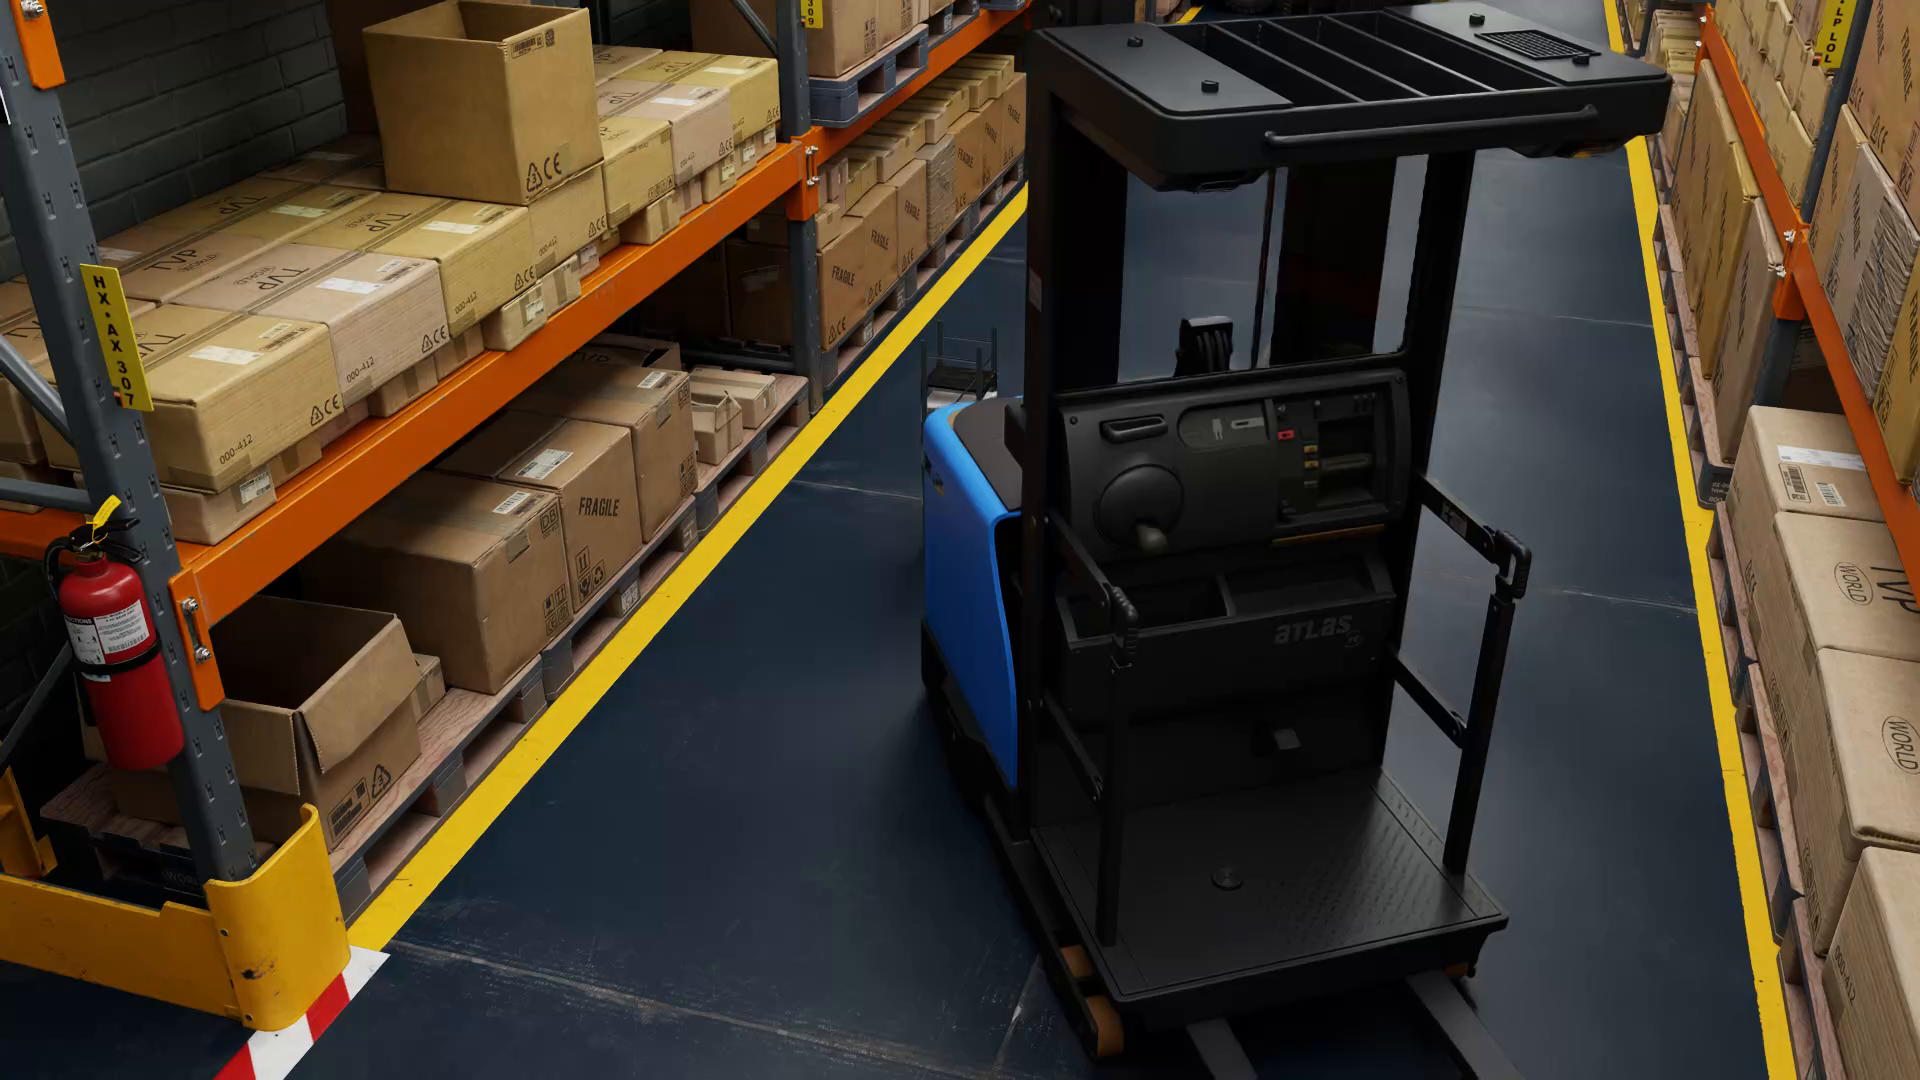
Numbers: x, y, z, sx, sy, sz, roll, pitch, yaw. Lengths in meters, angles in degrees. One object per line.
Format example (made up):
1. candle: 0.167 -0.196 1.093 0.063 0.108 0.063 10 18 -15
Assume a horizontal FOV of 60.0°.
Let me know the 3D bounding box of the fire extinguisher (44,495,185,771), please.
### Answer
1. fire extinguisher: -1.919 0.204 3.761 0.296 0.674 0.183 8 30 15

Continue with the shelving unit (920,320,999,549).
1. shelving unit: -0.002 -0.389 6.524 0.258 0.900 0.210 8 30 15

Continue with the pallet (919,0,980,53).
1. pallet: -0.535 -2.857 8.997 1.003 0.211 1.213 8 30 15

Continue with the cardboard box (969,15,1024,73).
1. cardboard box: 0.227 -3.279 11.569 0.875 0.625 0.625 9 30 16

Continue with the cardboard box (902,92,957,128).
1. cardboard box: -0.235 -2.474 9.585 0.380 0.149 0.250 8 30 14

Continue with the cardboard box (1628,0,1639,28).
1. cardboard box: 6.015 -4.541 14.224 0.500 0.250 0.500 8 30 14

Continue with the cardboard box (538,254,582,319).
1. cardboard box: -1.475 -0.848 5.447 0.380 0.149 0.250 9 30 16

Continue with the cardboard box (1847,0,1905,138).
1. cardboard box: 3.232 -1.573 5.361 0.500 0.500 0.500 9 30 15

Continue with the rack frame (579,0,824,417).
1. rack frame: -1.143 -1.986 7.235 1.000 3.000 0.127 8 30 15

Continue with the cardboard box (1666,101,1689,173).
1. cardboard box: 4.953 -2.435 10.312 0.950 0.372 0.625 6 30 11

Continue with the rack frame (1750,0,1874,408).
1. rack frame: 3.603 -1.280 5.965 1.000 3.000 0.127 8 30 15

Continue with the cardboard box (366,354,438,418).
1. cardboard box: -1.751 -0.492 4.807 0.380 0.149 0.250 9 30 16

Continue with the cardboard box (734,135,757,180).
1. cardboard box: -1.051 -1.568 6.741 0.380 0.149 0.250 9 30 16

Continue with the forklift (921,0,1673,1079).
1. forklift: 0.767 -0.148 4.000 1.130 2.935 3.031 -8 30 -14

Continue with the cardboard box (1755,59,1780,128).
1. cardboard box: 3.811 -1.927 7.282 0.500 0.250 0.500 8 30 14

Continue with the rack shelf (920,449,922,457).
1. rack shelf: -0.002 -0.360 6.541 0.258 0.077 0.200 8 30 15

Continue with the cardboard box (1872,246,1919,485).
1. cardboard box: 2.760 -0.440 4.352 0.500 0.500 0.500 9 30 16

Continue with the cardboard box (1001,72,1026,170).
1. cardboard box: 0.112 -2.709 10.673 0.500 0.500 0.500 9 30 16

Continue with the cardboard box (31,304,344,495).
1. cardboard box: -1.926 -0.364 4.167 0.500 0.250 0.500 9 30 15

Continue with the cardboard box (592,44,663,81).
1. cardboard box: -1.547 -1.859 6.854 0.500 0.250 0.500 8 30 14

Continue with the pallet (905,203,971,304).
1. pallet: -0.584 -1.720 9.624 1.003 0.211 1.213 8 30 15

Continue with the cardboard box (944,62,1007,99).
1. cardboard box: 0.078 -2.823 10.211 0.380 0.149 0.250 7 30 12

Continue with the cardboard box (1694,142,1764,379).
1. cardboard box: 3.966 -1.255 7.674 0.875 0.875 0.875 9 30 16

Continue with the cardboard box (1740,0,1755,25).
1. cardboard box: 4.081 -2.621 8.016 0.500 0.250 0.500 8 30 15

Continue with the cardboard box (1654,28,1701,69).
1. cardboard box: 5.592 -3.454 12.144 0.950 0.372 0.625 10 31 18

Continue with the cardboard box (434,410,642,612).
1. cardboard box: -1.508 -0.112 6.005 0.500 0.500 0.500 9 30 16

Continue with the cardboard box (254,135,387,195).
1. cardboard box: -1.980 -1.155 5.589 0.500 0.250 0.500 8 30 15

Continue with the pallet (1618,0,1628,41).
1. pallet: 6.471 -4.665 14.918 1.003 0.211 1.213 8 30 15

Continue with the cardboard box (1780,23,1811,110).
1. cardboard box: 3.640 -1.905 6.730 0.500 0.250 0.500 9 30 16

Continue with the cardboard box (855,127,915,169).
1. cardboard box: -0.460 -2.105 8.921 0.380 0.149 0.250 10 30 17

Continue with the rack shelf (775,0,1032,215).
1. rack shelf: -0.556 -2.601 9.080 1.077 0.370 4.000 8 30 15

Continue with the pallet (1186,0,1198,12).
1. pallet: 1.835 -5.418 16.272 1.003 0.211 1.213 8 30 15

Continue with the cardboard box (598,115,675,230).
1. cardboard box: -1.351 -1.314 5.875 0.500 0.250 0.500 8 30 15

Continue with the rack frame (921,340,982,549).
1. rack frame: -0.032 -0.342 6.440 0.240 0.900 0.006 8 30 15

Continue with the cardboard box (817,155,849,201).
1. cardboard box: -0.753 -1.747 7.971 0.380 0.149 0.250 7 30 12

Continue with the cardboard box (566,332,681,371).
1. cardboard box: -1.563 -0.721 7.295 0.500 0.311 0.500 10 30 17

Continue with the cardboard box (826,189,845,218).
1. cardboard box: -0.776 -1.629 8.065 0.380 0.149 0.250 8 30 13

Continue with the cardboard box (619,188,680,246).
1. cardboard box: -1.255 -1.203 6.085 0.380 0.149 0.250 8 30 14

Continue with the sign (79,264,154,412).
1. sign: -1.798 -0.428 3.544 0.100 0.325 0.005 8 30 15

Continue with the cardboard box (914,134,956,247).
1. cardboard box: -0.330 -1.990 9.381 0.500 0.500 0.500 7 30 13

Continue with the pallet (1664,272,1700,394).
1. pallet: 4.114 -0.999 8.329 1.003 0.211 1.213 8 30 15

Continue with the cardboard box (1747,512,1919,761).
1. cardboard box: 3.054 0.349 5.240 0.875 0.438 0.875 8 30 13

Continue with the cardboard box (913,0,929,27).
1. cardboard box: -0.368 -2.702 8.227 0.396 0.266 0.258 10 31 17

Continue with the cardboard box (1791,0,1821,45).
1. cardboard box: 3.639 -2.245 6.569 0.500 0.500 0.500 9 30 16

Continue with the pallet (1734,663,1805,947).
1. pallet: 2.949 0.850 5.005 1.003 0.211 1.213 8 30 15

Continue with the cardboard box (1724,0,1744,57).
1. cardboard box: 4.259 -2.640 8.565 0.500 0.250 0.500 8 30 13

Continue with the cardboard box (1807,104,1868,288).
1. cardboard box: 3.215 -1.143 5.615 0.500 0.500 0.500 9 30 17

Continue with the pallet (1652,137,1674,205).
1. pallet: 5.008 -2.283 10.636 1.003 0.211 1.213 8 30 15

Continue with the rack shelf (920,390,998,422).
1. rack shelf: -0.002 -0.518 6.453 0.258 0.077 0.200 8 30 15

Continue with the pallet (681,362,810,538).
1. pallet: -1.346 -0.448 7.339 1.003 0.211 1.213 8 30 15

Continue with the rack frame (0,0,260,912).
1. rack frame: -2.317 -0.127 3.893 1.000 3.000 0.127 8 30 15

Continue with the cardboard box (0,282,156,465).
1. cardboard box: -2.436 -0.443 4.310 0.500 0.250 0.500 9 30 16
